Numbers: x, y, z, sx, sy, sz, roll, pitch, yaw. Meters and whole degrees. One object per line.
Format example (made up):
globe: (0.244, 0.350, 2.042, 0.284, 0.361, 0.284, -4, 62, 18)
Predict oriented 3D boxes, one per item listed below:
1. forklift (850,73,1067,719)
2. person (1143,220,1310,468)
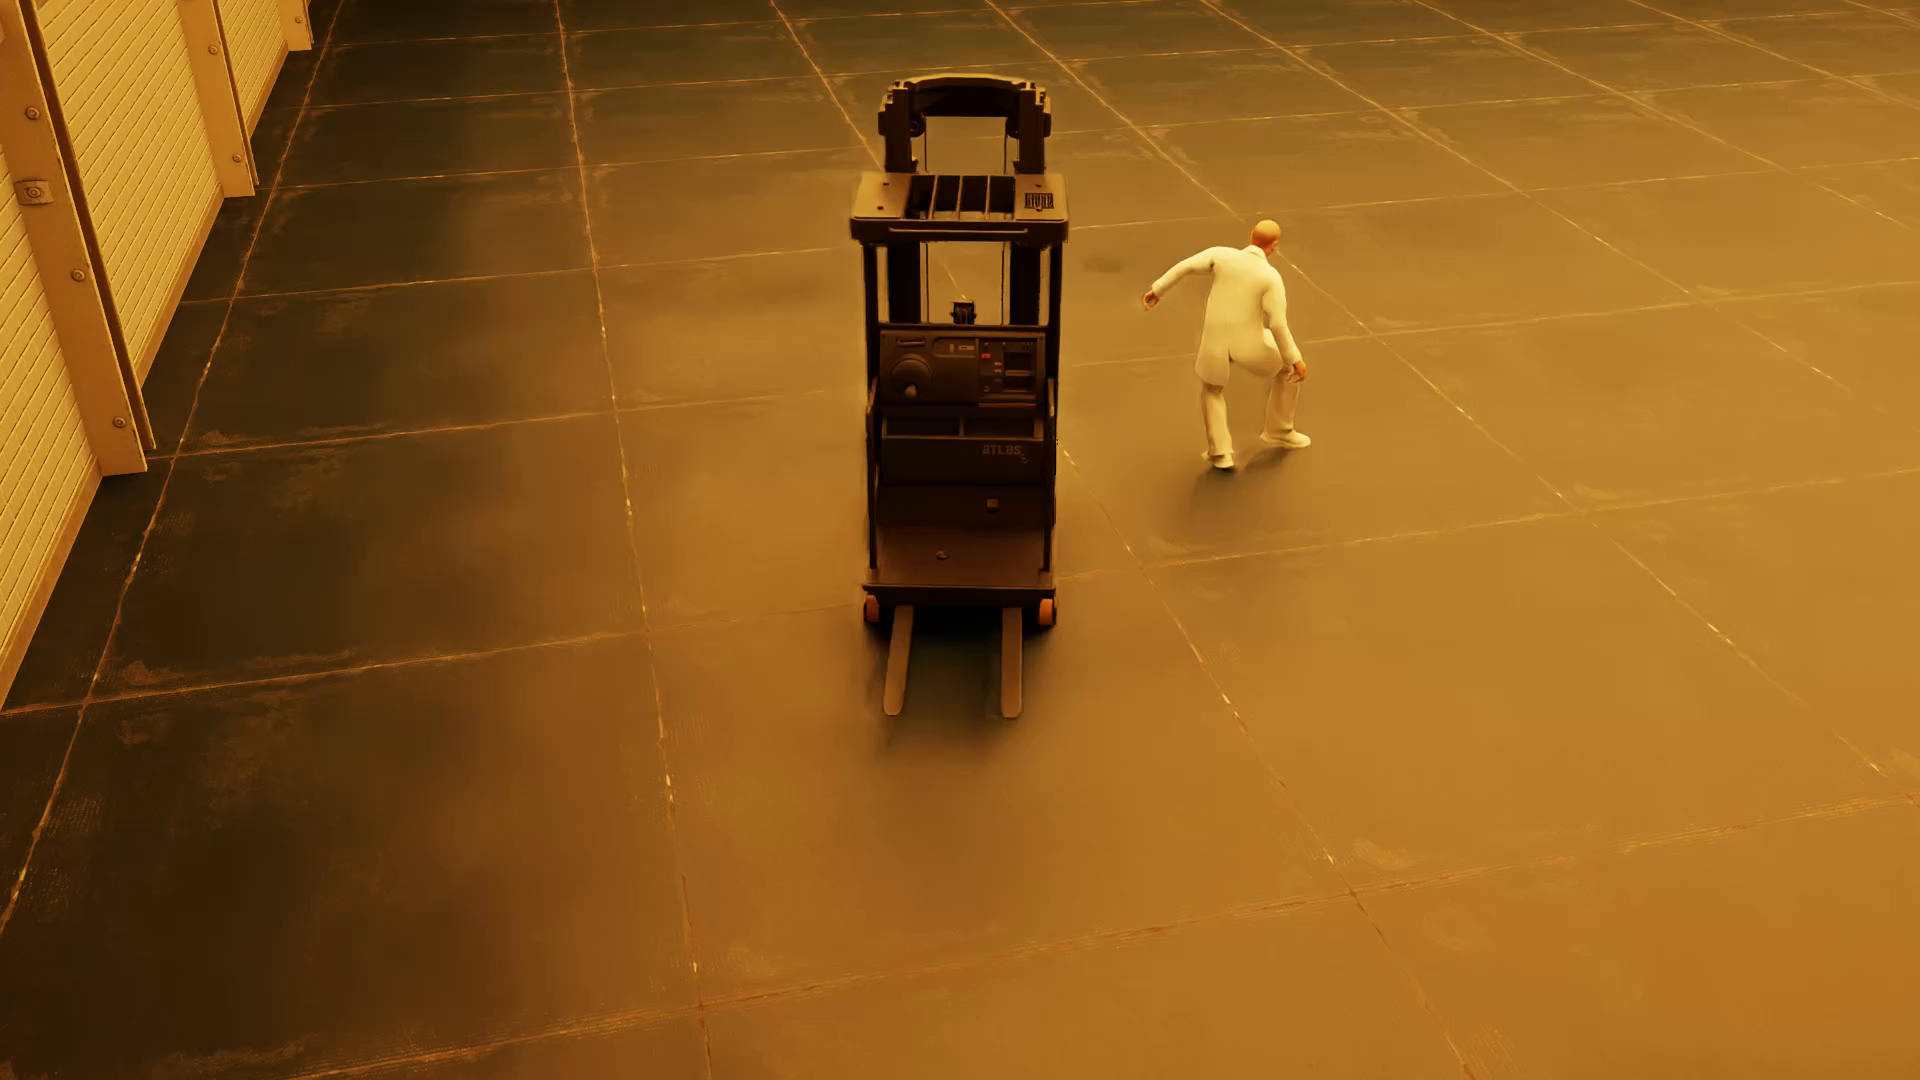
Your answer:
forklift: (0.008, -0.931, 9.183, 1.130, 2.935, 3.031, 1, 30, 2)
person: (1.780, -1.307, 11.185, 1.193, 1.696, 0.596, 13, 32, 21)
